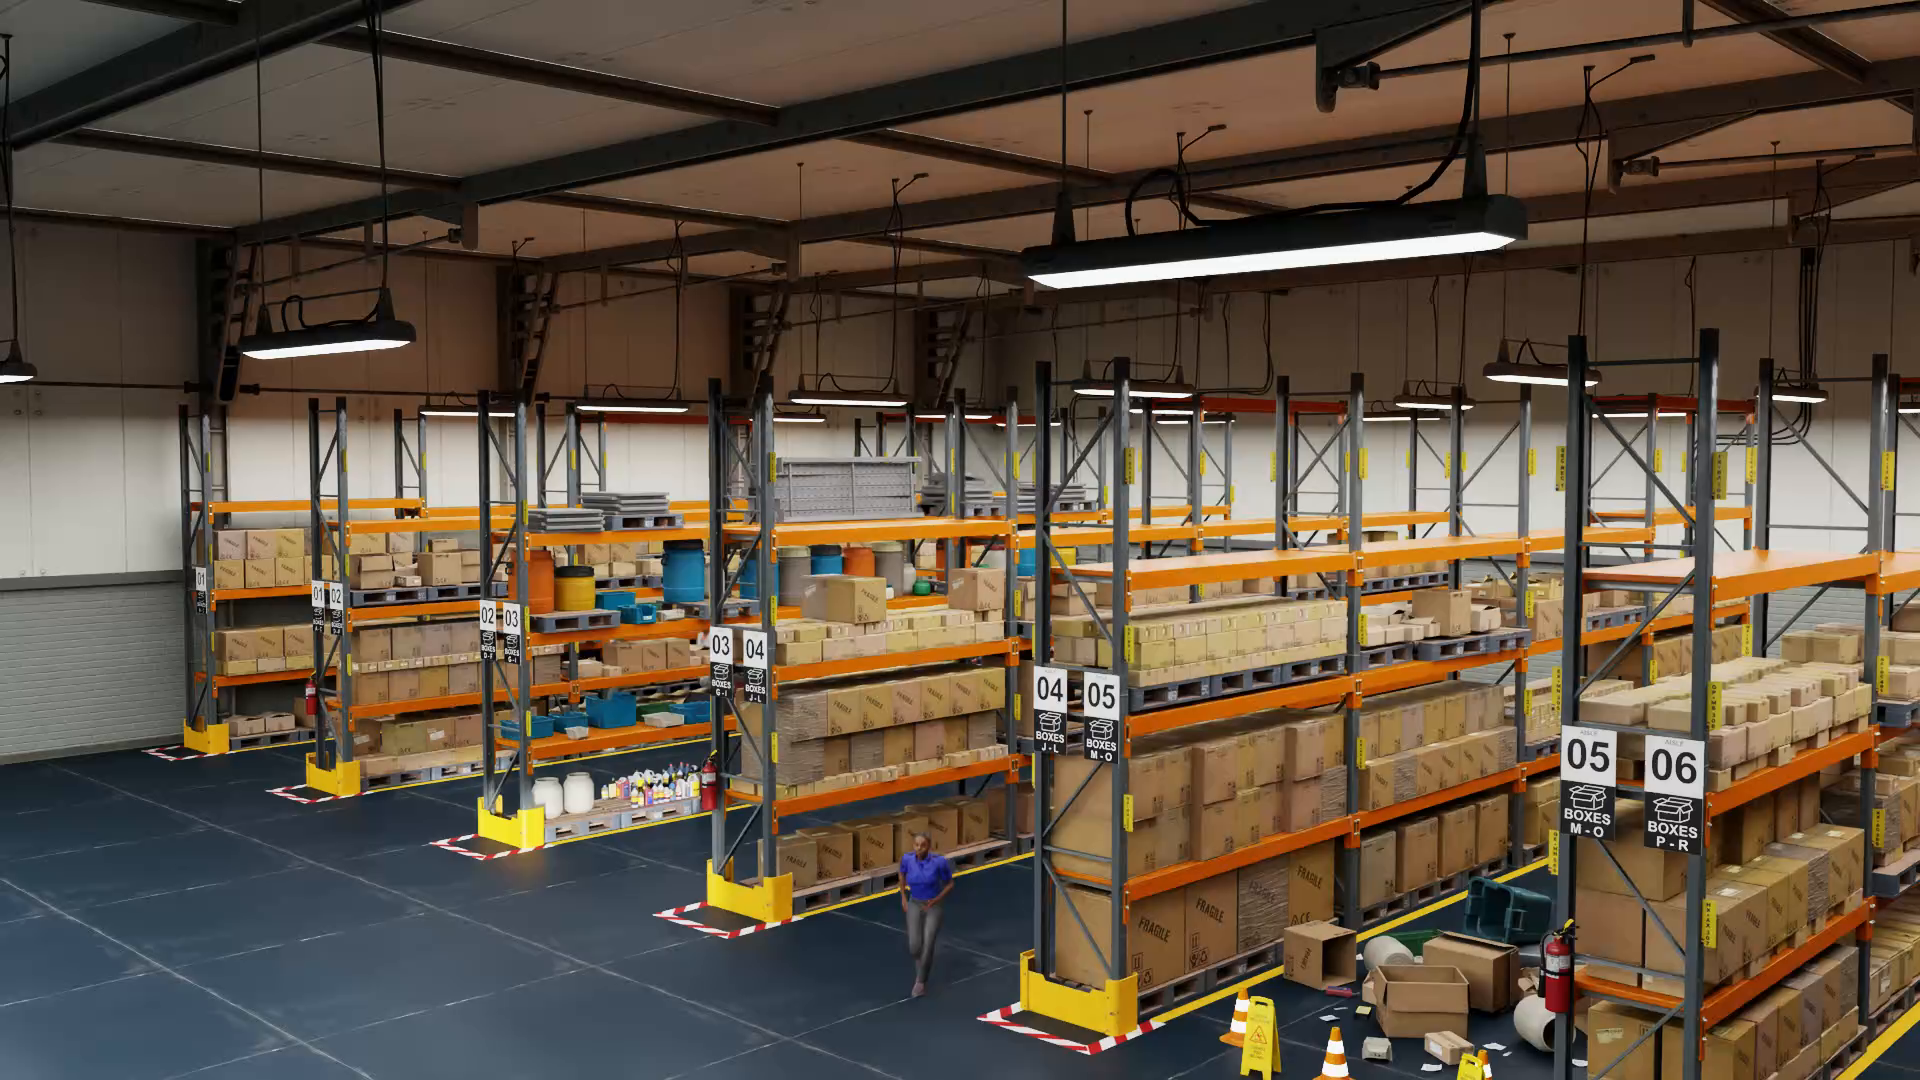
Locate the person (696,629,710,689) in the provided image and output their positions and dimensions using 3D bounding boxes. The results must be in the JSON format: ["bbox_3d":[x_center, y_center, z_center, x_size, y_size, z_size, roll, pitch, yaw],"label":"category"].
[{"bbox_3d":[-5.189,2.503,34.041,0.643,1.752,0.636,2,4,34],"label":"person"}]

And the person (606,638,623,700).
[{"bbox_3d":[-6.471,2.665,31.224,0.545,1.742,0.778,3,4,41],"label":"person"}]

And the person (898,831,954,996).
[{"bbox_3d":[-0.327,3.550,15.877,0.562,1.572,0.608,0,3,8],"label":"person"}]
